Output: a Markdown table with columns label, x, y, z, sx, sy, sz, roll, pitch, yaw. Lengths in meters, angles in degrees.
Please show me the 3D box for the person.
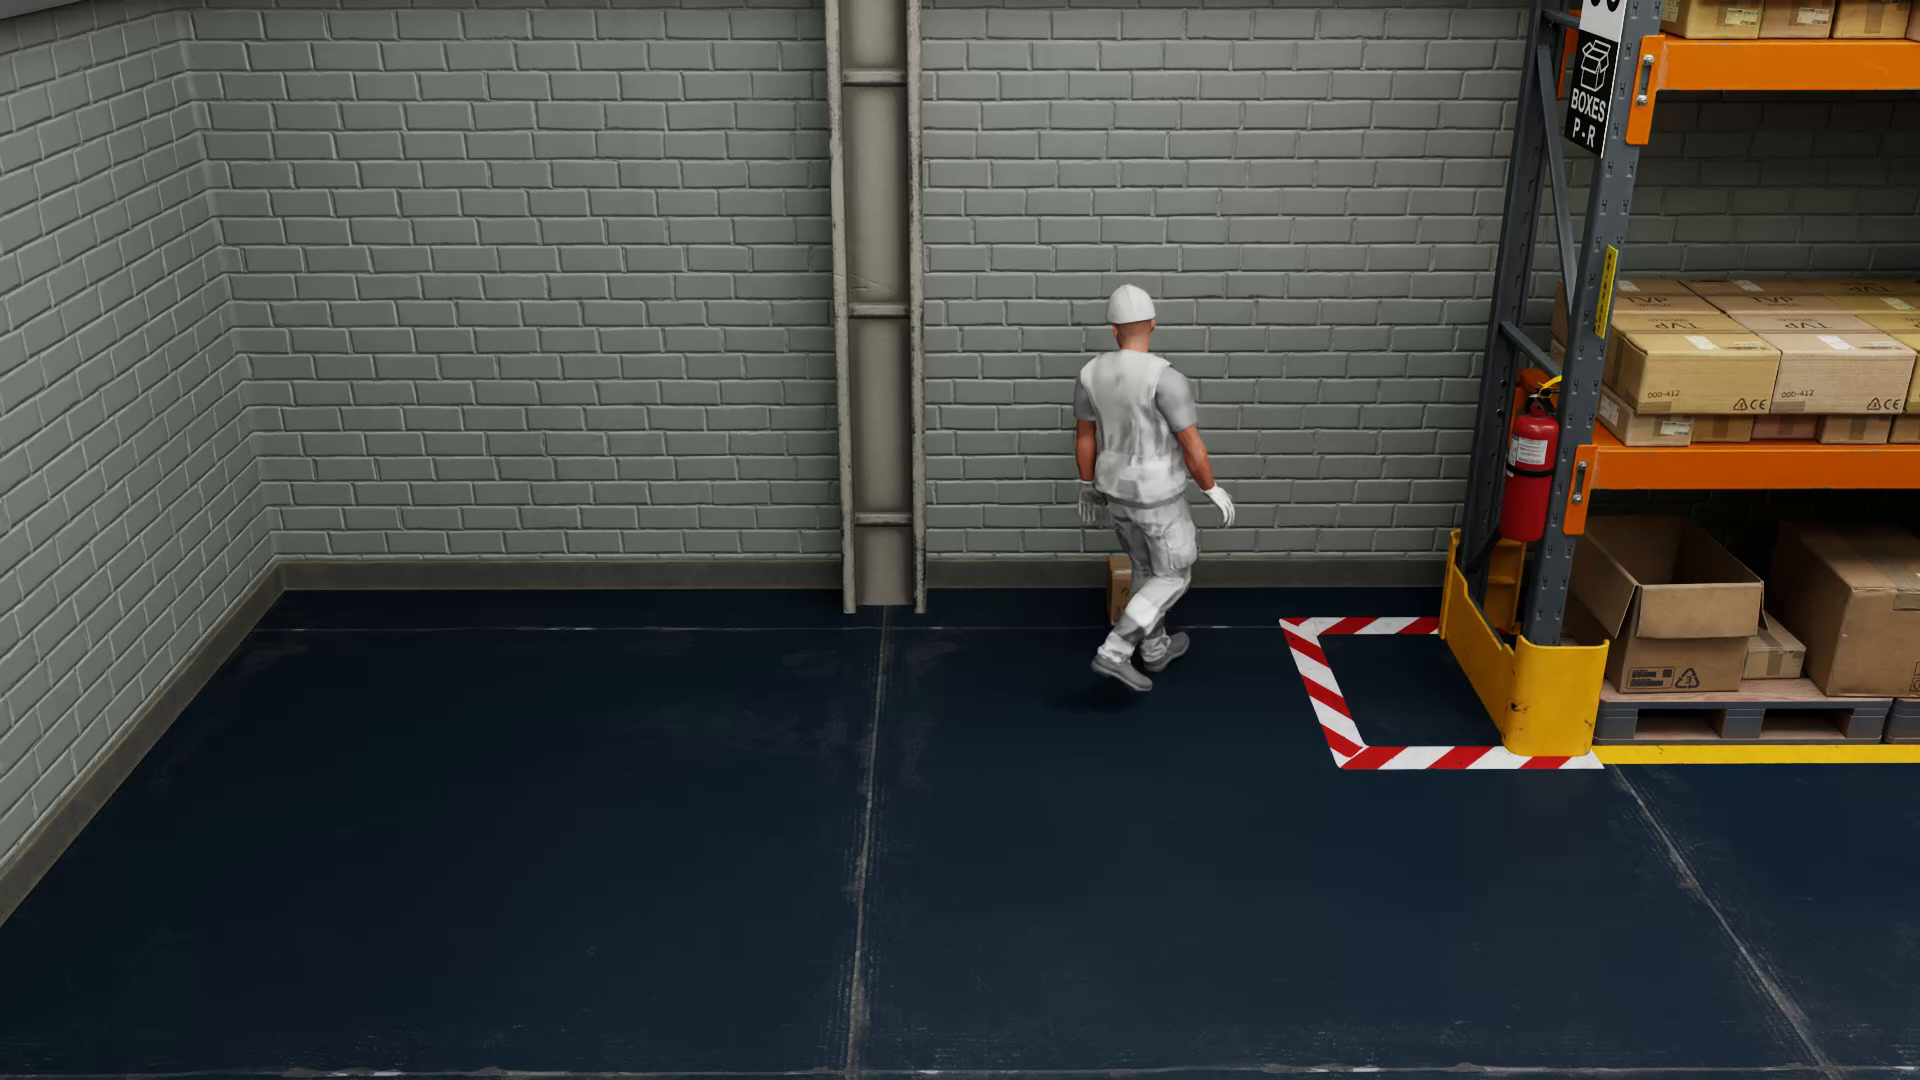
| label | x | y | z | sx | sy | sz | roll | pitch | yaw |
| --- | --- | --- | --- | --- | --- | --- | --- | --- | --- |
| person | 0.809 | -0.167 | 7.025 | 0.666 | 1.732 | 0.741 | 21 | 31 | 39 |
